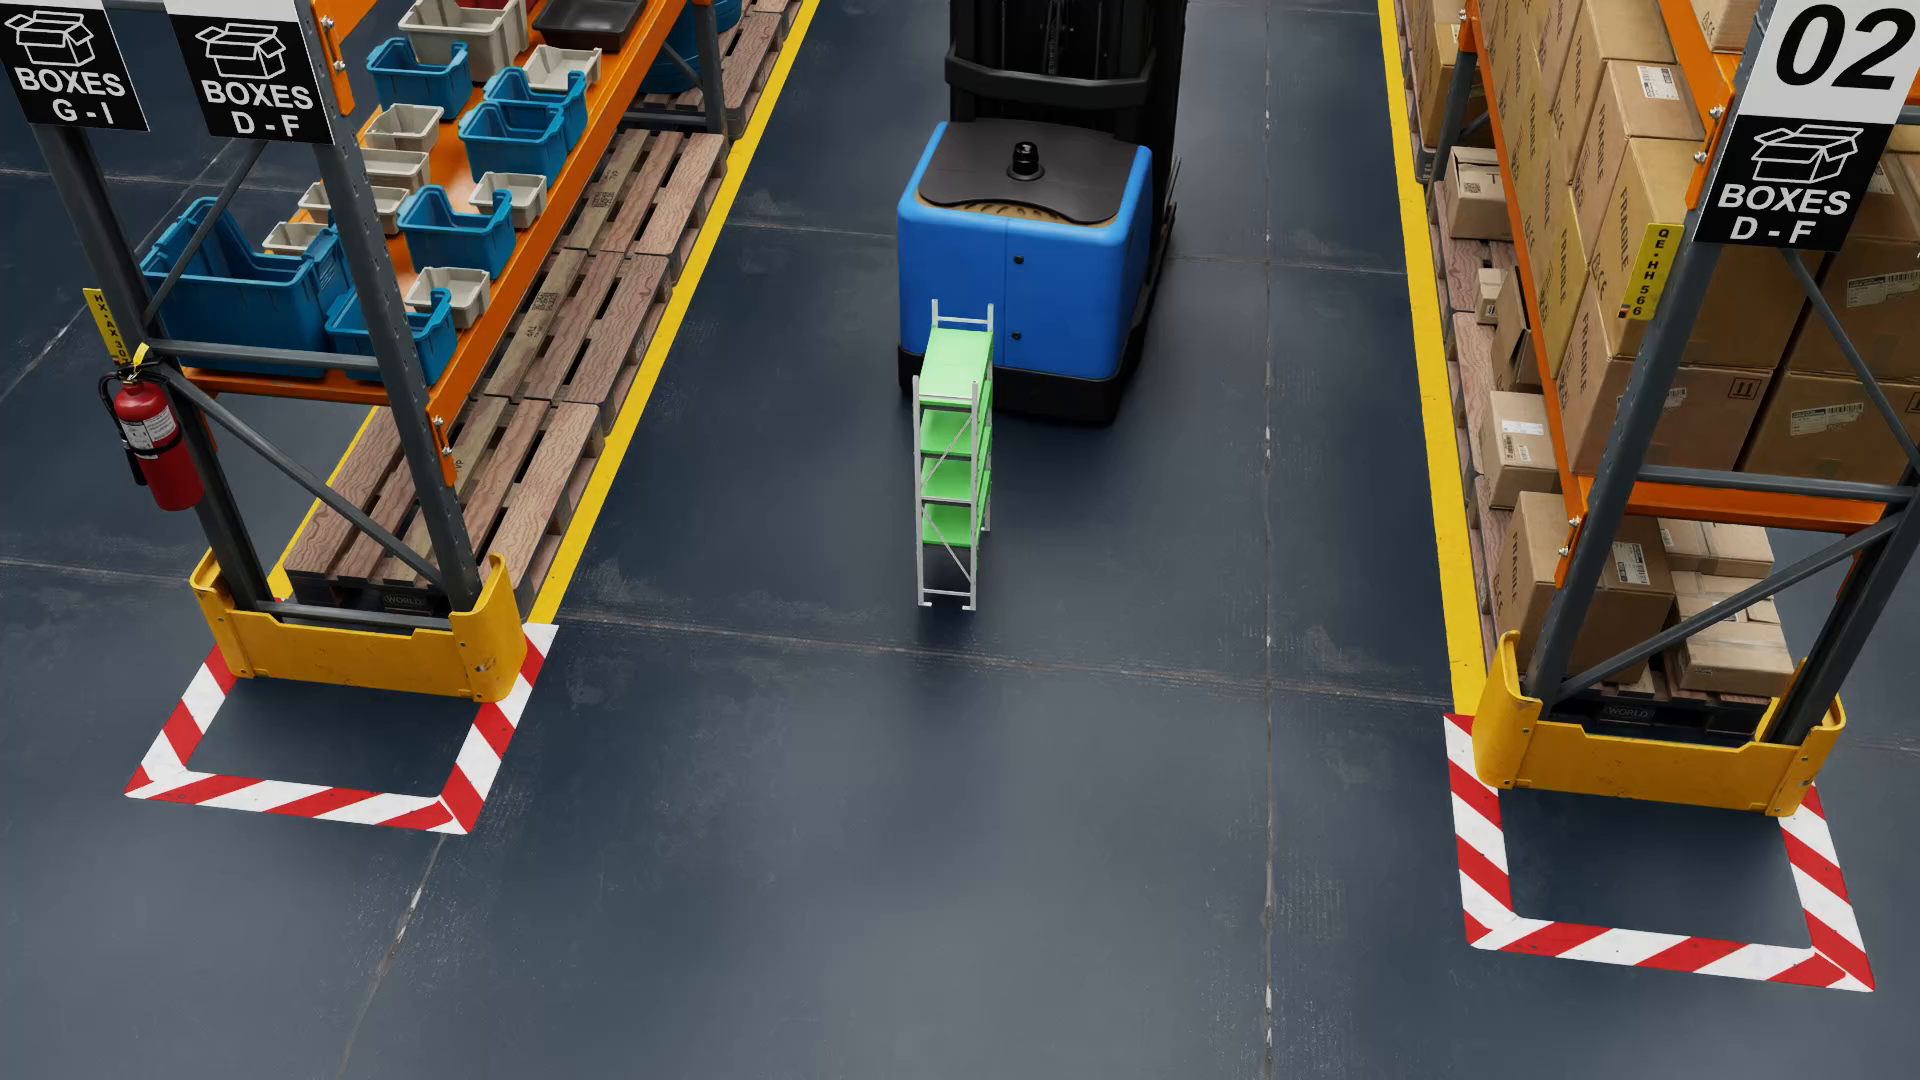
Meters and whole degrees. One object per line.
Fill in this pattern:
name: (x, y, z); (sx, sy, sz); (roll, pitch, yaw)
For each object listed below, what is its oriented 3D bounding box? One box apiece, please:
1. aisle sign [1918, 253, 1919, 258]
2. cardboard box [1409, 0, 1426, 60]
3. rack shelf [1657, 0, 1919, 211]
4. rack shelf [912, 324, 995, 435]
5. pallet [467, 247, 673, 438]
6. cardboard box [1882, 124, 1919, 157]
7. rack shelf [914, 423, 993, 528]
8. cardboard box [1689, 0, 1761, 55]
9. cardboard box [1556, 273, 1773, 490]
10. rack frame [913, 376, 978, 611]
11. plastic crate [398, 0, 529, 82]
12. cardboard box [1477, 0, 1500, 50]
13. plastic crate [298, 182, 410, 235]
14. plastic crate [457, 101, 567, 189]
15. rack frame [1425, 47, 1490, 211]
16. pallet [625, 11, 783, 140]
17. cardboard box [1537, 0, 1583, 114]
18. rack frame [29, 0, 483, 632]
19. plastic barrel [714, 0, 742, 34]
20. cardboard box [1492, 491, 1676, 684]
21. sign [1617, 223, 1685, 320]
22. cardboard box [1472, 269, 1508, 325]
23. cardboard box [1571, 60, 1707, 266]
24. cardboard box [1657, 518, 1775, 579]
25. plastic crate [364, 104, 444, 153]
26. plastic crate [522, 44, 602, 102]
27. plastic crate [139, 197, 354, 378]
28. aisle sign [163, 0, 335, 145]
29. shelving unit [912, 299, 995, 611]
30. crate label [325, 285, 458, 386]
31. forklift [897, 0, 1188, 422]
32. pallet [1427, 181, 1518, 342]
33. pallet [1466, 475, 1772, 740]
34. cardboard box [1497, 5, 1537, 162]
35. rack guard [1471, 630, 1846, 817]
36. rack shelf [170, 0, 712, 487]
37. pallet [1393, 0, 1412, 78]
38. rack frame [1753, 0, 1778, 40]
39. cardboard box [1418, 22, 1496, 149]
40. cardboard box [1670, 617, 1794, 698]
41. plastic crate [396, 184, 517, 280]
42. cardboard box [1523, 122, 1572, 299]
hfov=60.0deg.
aisle sign: (2.828, -1.045, 4.281); (0.394, 0.787, 0.004); (5, 44, 6)
cardboard box: (2.996, -3.192, 9.938); (0.500, 0.500, 0.500); (6, 44, 6)
rack shelf: (2.810, -2.365, 5.908); (1.077, 0.370, 4.000); (5, 44, 6)
rack shelf: (-0.022, -0.625, 6.432); (0.258, 0.148, 0.480); (5, 44, 6)
pallet: (-2.053, -1.002, 8.155); (1.003, 0.211, 1.213); (5, 44, 6)
cardboard box: (2.927, -1.209, 5.545); (0.500, 0.500, 0.500); (6, 44, 6)
rack shelf: (-0.022, -0.276, 6.762); (0.258, 0.148, 0.480); (5, 44, 6)
cardboard box: (2.352, -1.583, 4.668); (0.500, 0.250, 0.500); (5, 44, 6)
cardboard box: (2.335, -0.540, 5.566); (0.500, 0.500, 0.500); (6, 44, 7)
rack frame: (-0.054, -0.157, 6.543); (0.240, 1.200, 0.015); (5, 44, 6)
plastic crate: (-2.220, -2.308, 7.548); (0.437, 0.282, 0.530); (5, 44, 6)
cardboard box: (2.737, -2.614, 7.756); (0.500, 0.500, 0.500); (6, 44, 7)
plastic crate: (-2.383, -1.321, 6.612); (0.396, 0.136, 0.243); (5, 44, 6)
plastic crate: (-1.831, -1.624, 6.861); (0.416, 0.233, 0.300); (5, 44, 6)
rack frame: (3.074, -2.900, 8.131); (1.000, 3.000, 0.127); (5, 44, 6)
pallet: (-1.692, -2.862, 10.120); (1.003, 0.211, 1.213); (5, 44, 6)
cardboard box: (2.530, -1.950, 6.328); (0.500, 0.500, 0.500); (6, 44, 7)
rack frame: (-2.364, -0.627, 5.730); (1.000, 3.000, 0.127); (5, 44, 6)
plastic barrel: (-1.653, -3.595, 10.086); (0.600, 0.901, 0.708); (5, 44, 6)
cardboard box: (2.373, 0.181, 6.375); (0.500, 0.500, 0.500); (5, 44, 6)
sign: (1.998, -0.773, 4.813); (0.100, 0.325, 0.005); (5, 44, 6)
cardboard box: (2.700, -1.174, 8.049); (0.380, 0.166, 0.250); (5, 44, 6)
cardboard box: (2.398, -1.246, 5.584); (0.500, 0.500, 0.500); (6, 44, 7)
cardboard box: (2.965, -0.021, 6.770); (0.500, 0.250, 0.500); (5, 44, 6)
plastic crate: (-2.350, -1.717, 7.030); (0.298, 0.136, 0.250); (5, 44, 6)
plastic crate: (-1.767, -2.065, 7.397); (0.293, 0.136, 0.466); (5, 44, 6)
plastic crate: (-2.505, -0.907, 5.957); (0.616, 0.435, 0.499); (5, 44, 6)
aisle sign: (-2.079, -1.495, 4.756); (0.394, 0.787, 0.004); (5, 44, 6)
shelving unit: (-0.022, -0.323, 6.718); (0.258, 1.200, 0.503); (5, 44, 6)
crate label: (-2.005, -0.726, 5.913); (0.416, 0.233, 0.303); (5, 44, 6)
forklift: (0.549, -2.640, 7.907); (1.130, 2.935, 3.031); (9, 44, 10)
pallet: (2.983, -1.420, 8.596); (1.003, 0.211, 1.213); (5, 44, 6)
pallet: (2.660, 0.243, 6.840); (1.003, 0.211, 1.213); (5, 44, 6)
cardboard box: (2.604, -1.924, 7.027); (0.500, 0.500, 0.500); (5, 44, 5)
rack guard: (2.556, 0.682, 6.166); (1.175, 0.500, 0.348); (5, 44, 6)
rack shelf: (-2.100, -1.729, 7.417); (1.077, 0.370, 4.000); (5, 44, 6)
pallet: (3.303, -3.279, 10.560); (1.003, 0.211, 1.213); (5, 44, 6)
rack frame: (2.545, -2.352, 3.190); (1.000, 3.000, 0.127); (5, 44, 6)
cardboard box: (2.855, -2.515, 9.222); (0.500, 0.500, 0.500); (5, 44, 5)
cardboard box: (2.941, 0.447, 6.350); (0.380, 0.149, 0.250); (5, 44, 6)
plastic crate: (-1.918, -1.175, 6.387); (0.416, 0.233, 0.300); (5, 44, 6)
cardboard box: (2.471, -1.234, 6.299); (0.500, 0.500, 0.500); (6, 44, 6)
